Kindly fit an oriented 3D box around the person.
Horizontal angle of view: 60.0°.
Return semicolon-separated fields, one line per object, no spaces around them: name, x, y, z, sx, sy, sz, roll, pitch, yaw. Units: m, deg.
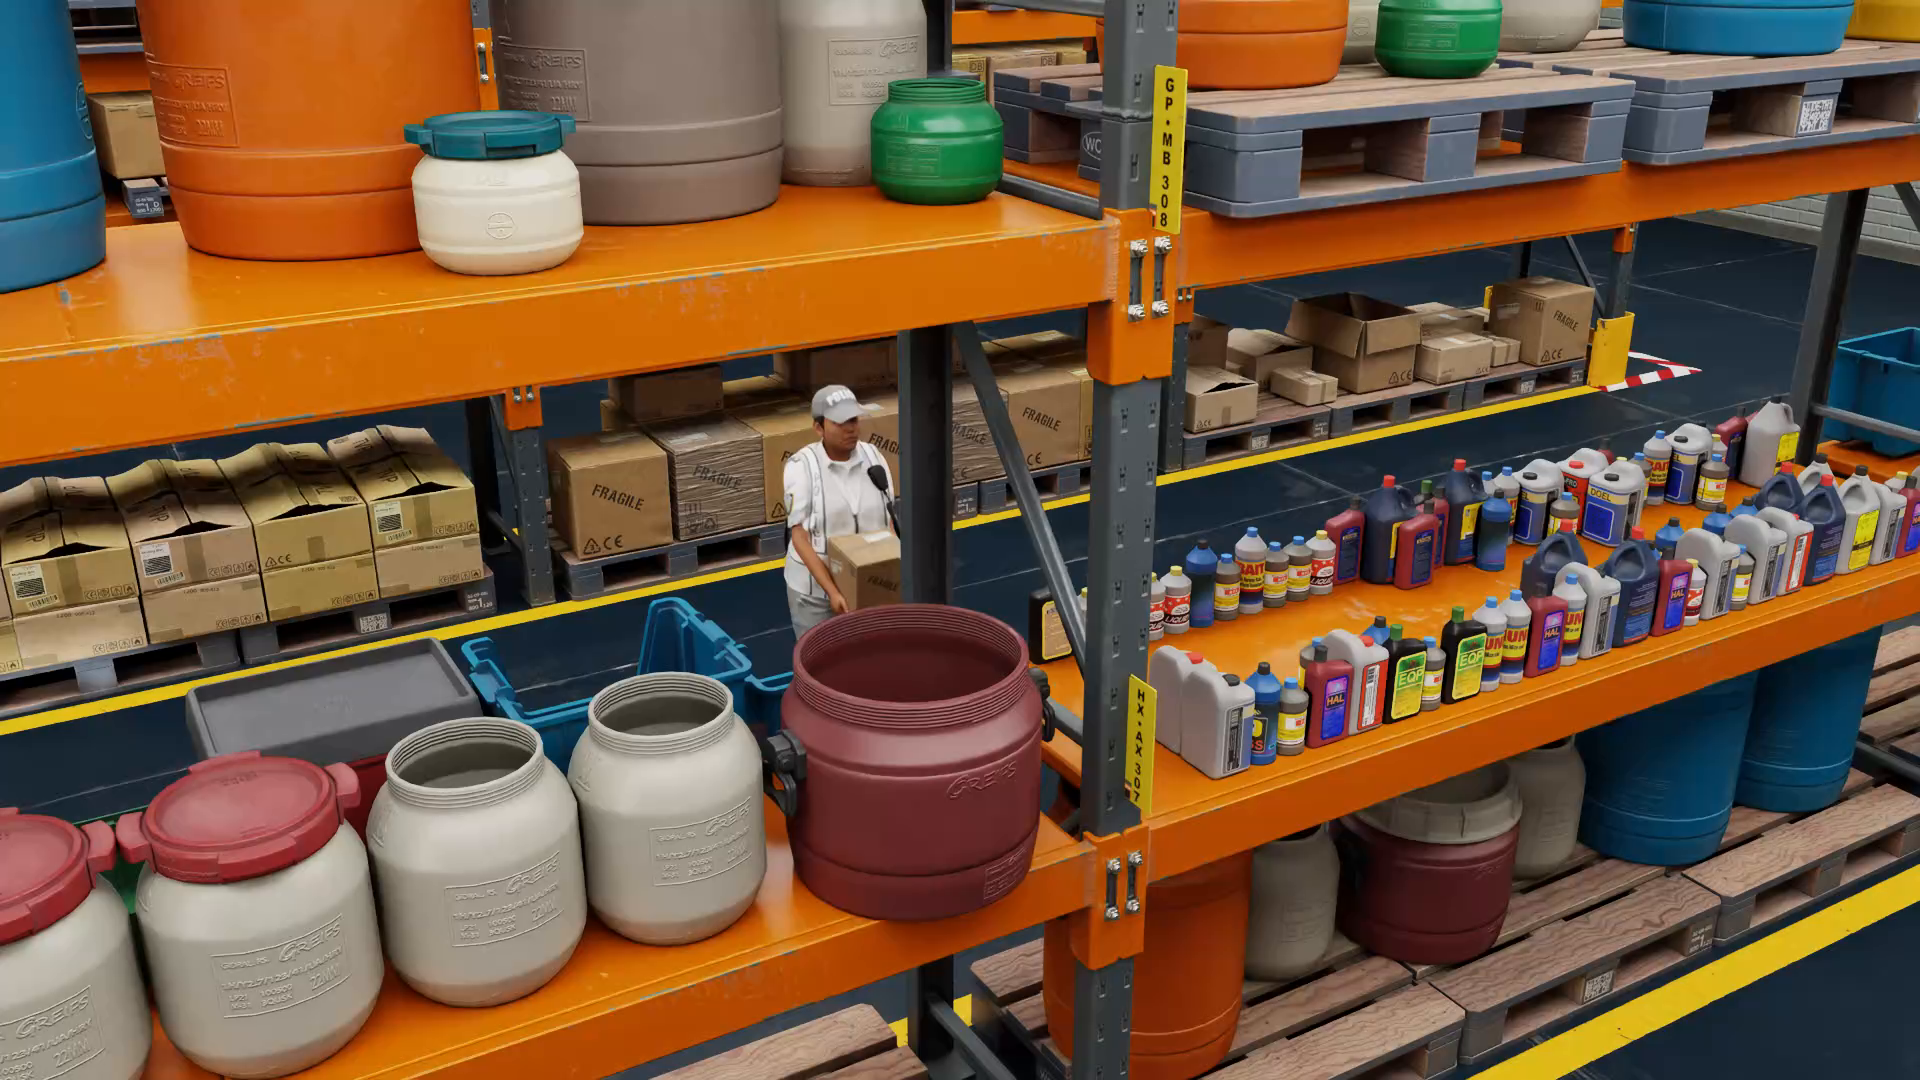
person;-0.429;0.222;6.548;0.452;1.653;0.534;-12;25;-28
